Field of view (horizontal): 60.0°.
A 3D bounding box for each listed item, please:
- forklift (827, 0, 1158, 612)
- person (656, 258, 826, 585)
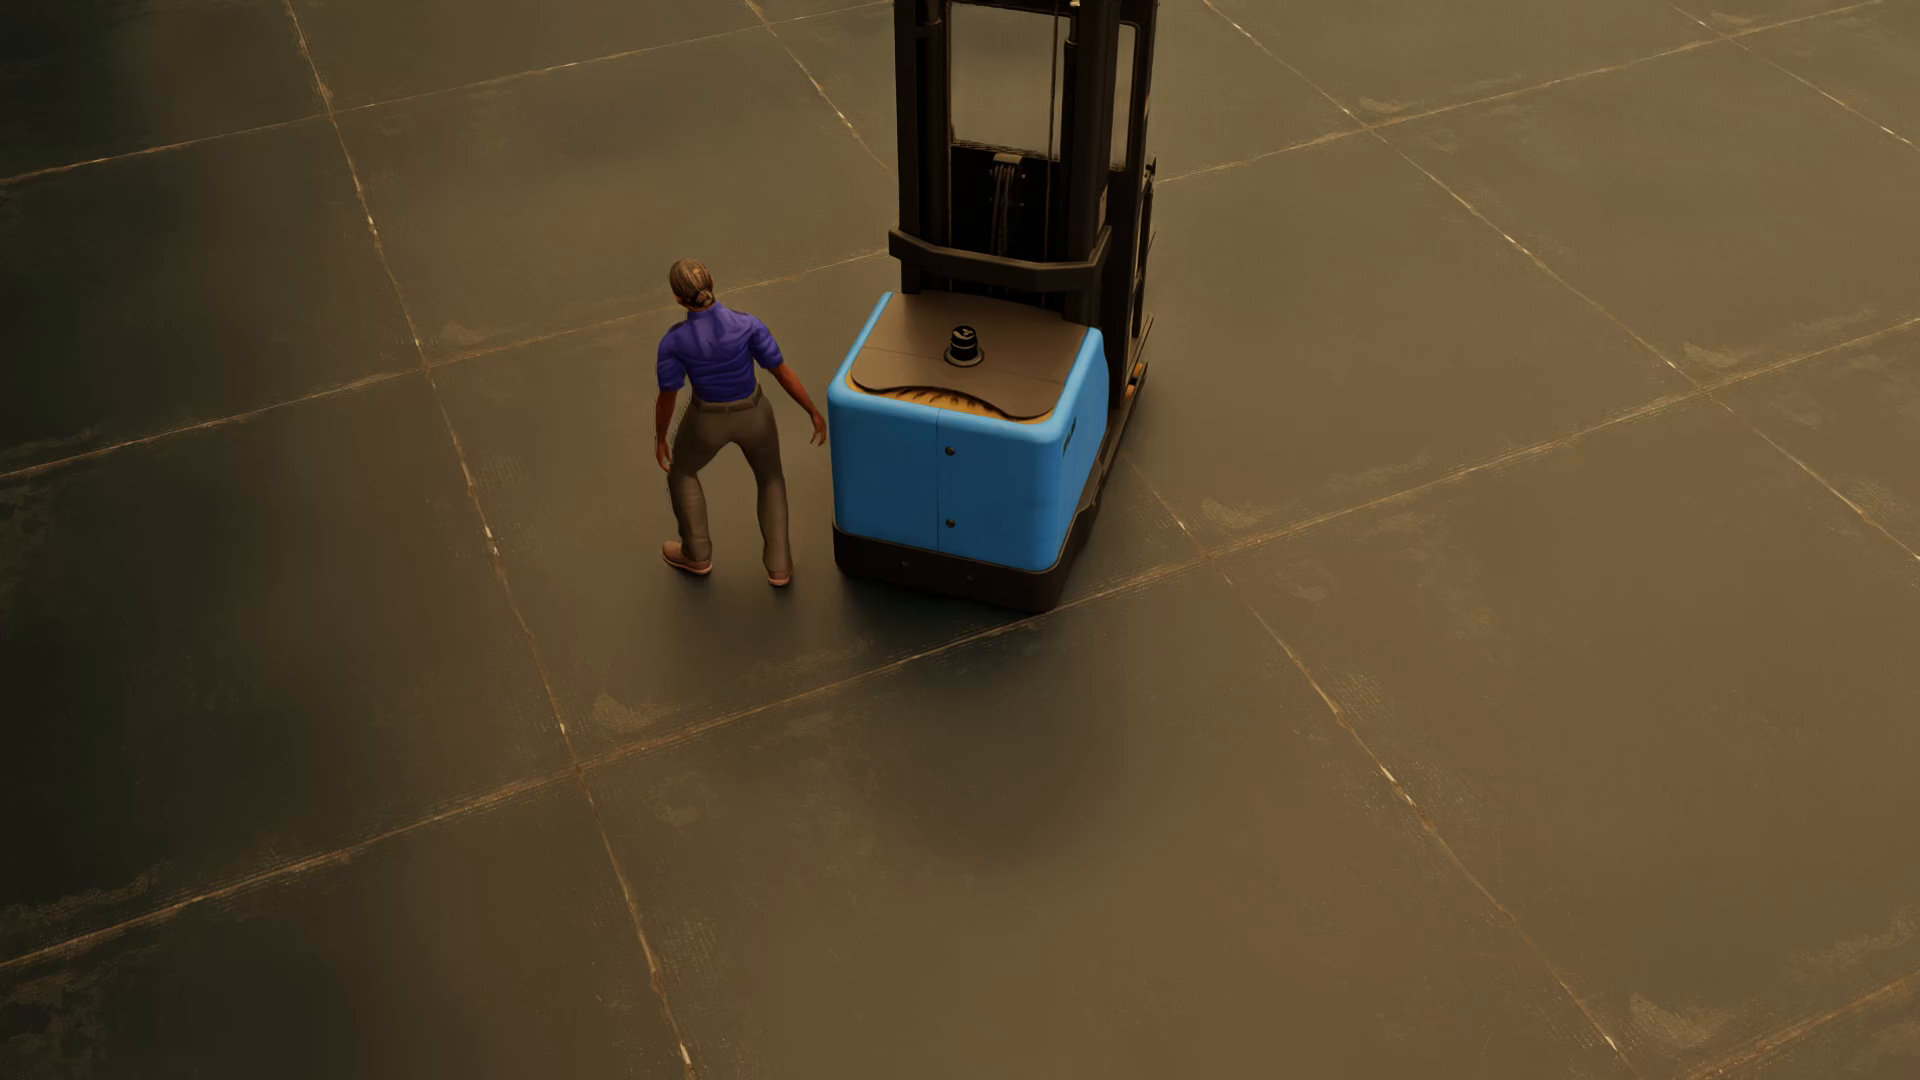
[{"bbox_3d":[0.341,-1.773,7.580,1.130,2.935,3.031,12,44,12],"label":"forklift"},{"bbox_3d":[-0.983,-0.471,7.207,0.804,1.635,0.465,-5,43,-5],"label":"person"}]
